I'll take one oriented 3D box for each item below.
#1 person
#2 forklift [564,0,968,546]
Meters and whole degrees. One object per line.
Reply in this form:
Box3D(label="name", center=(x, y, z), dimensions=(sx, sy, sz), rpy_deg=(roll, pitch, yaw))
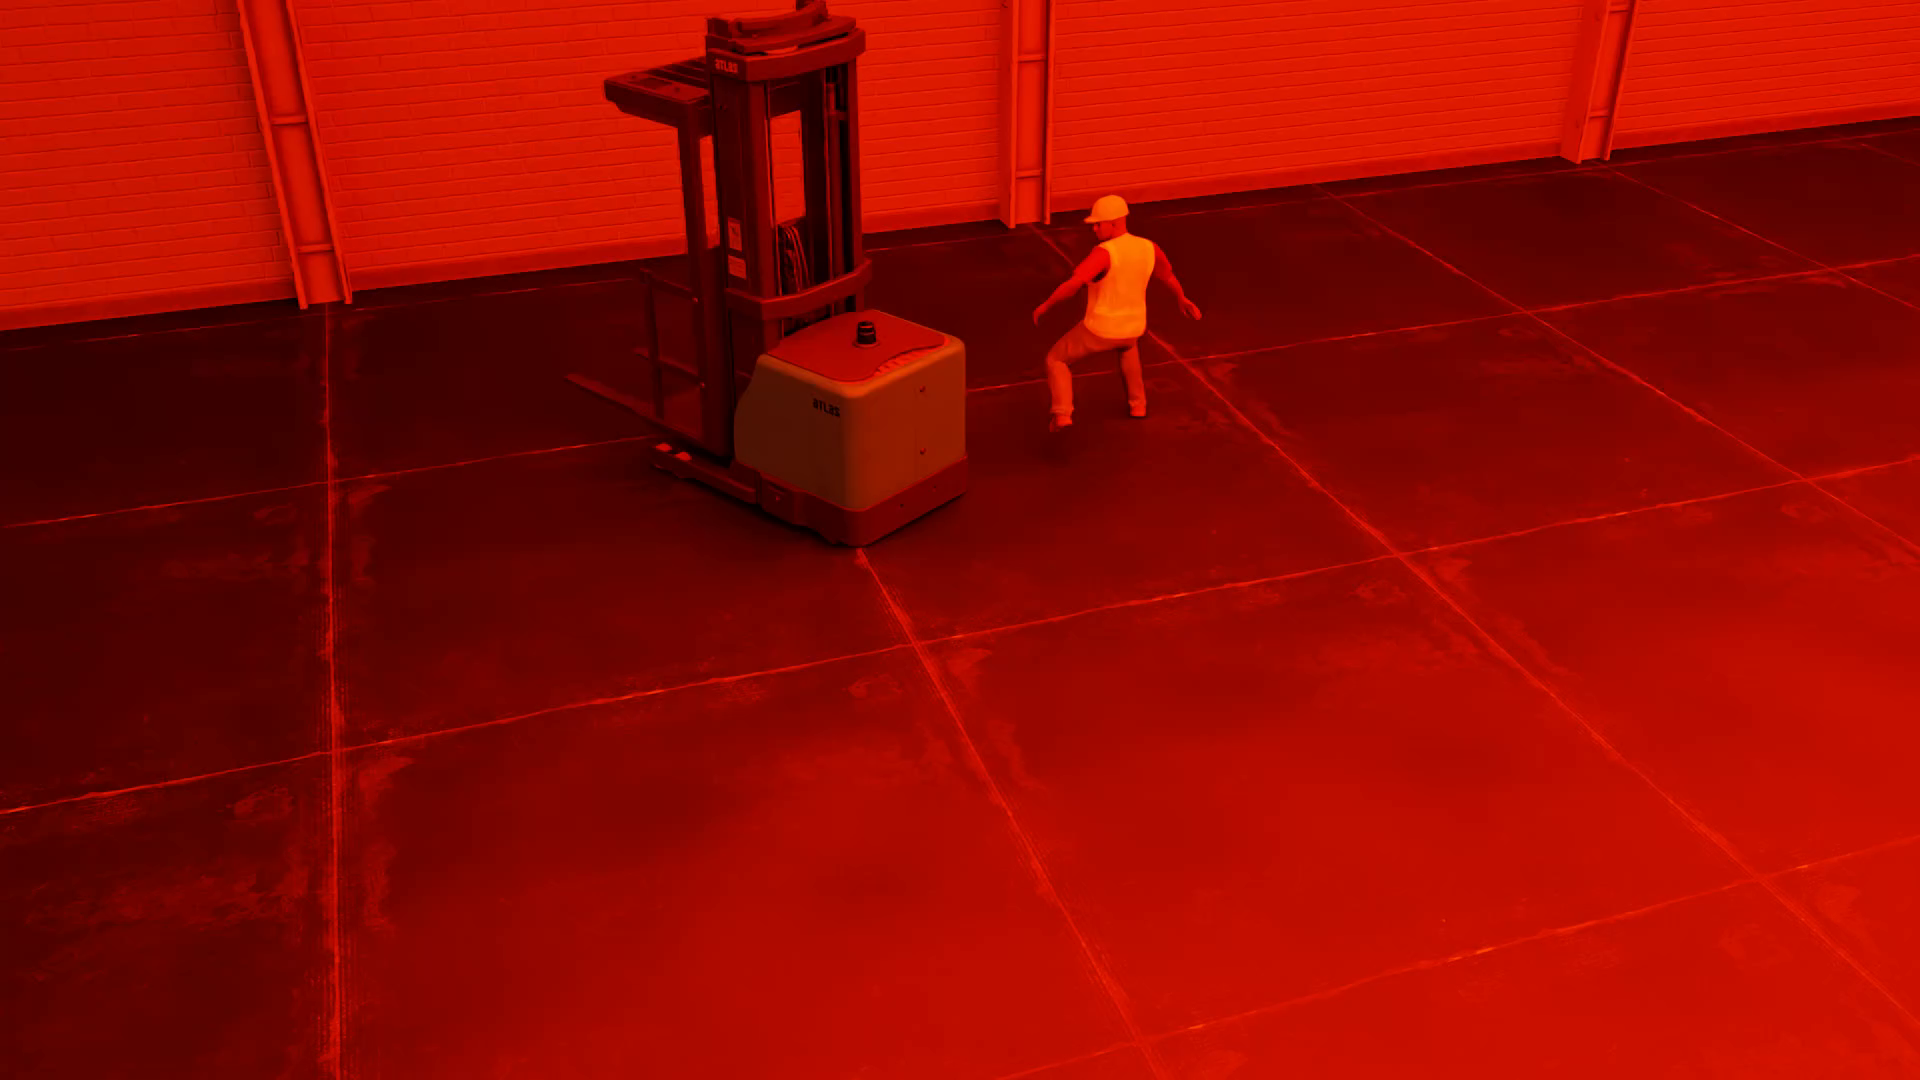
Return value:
Box3D(label="person", center=(1.039, -1.473, 11.033), dimensions=(1.214, 1.653, 0.517), rpy_deg=(-16, 33, -25))
Box3D(label="forklift", center=(-1.394, -1.842, 10.288), dimensions=(3.031, 2.935, 1.130), rpy_deg=(23, 37, 35))
